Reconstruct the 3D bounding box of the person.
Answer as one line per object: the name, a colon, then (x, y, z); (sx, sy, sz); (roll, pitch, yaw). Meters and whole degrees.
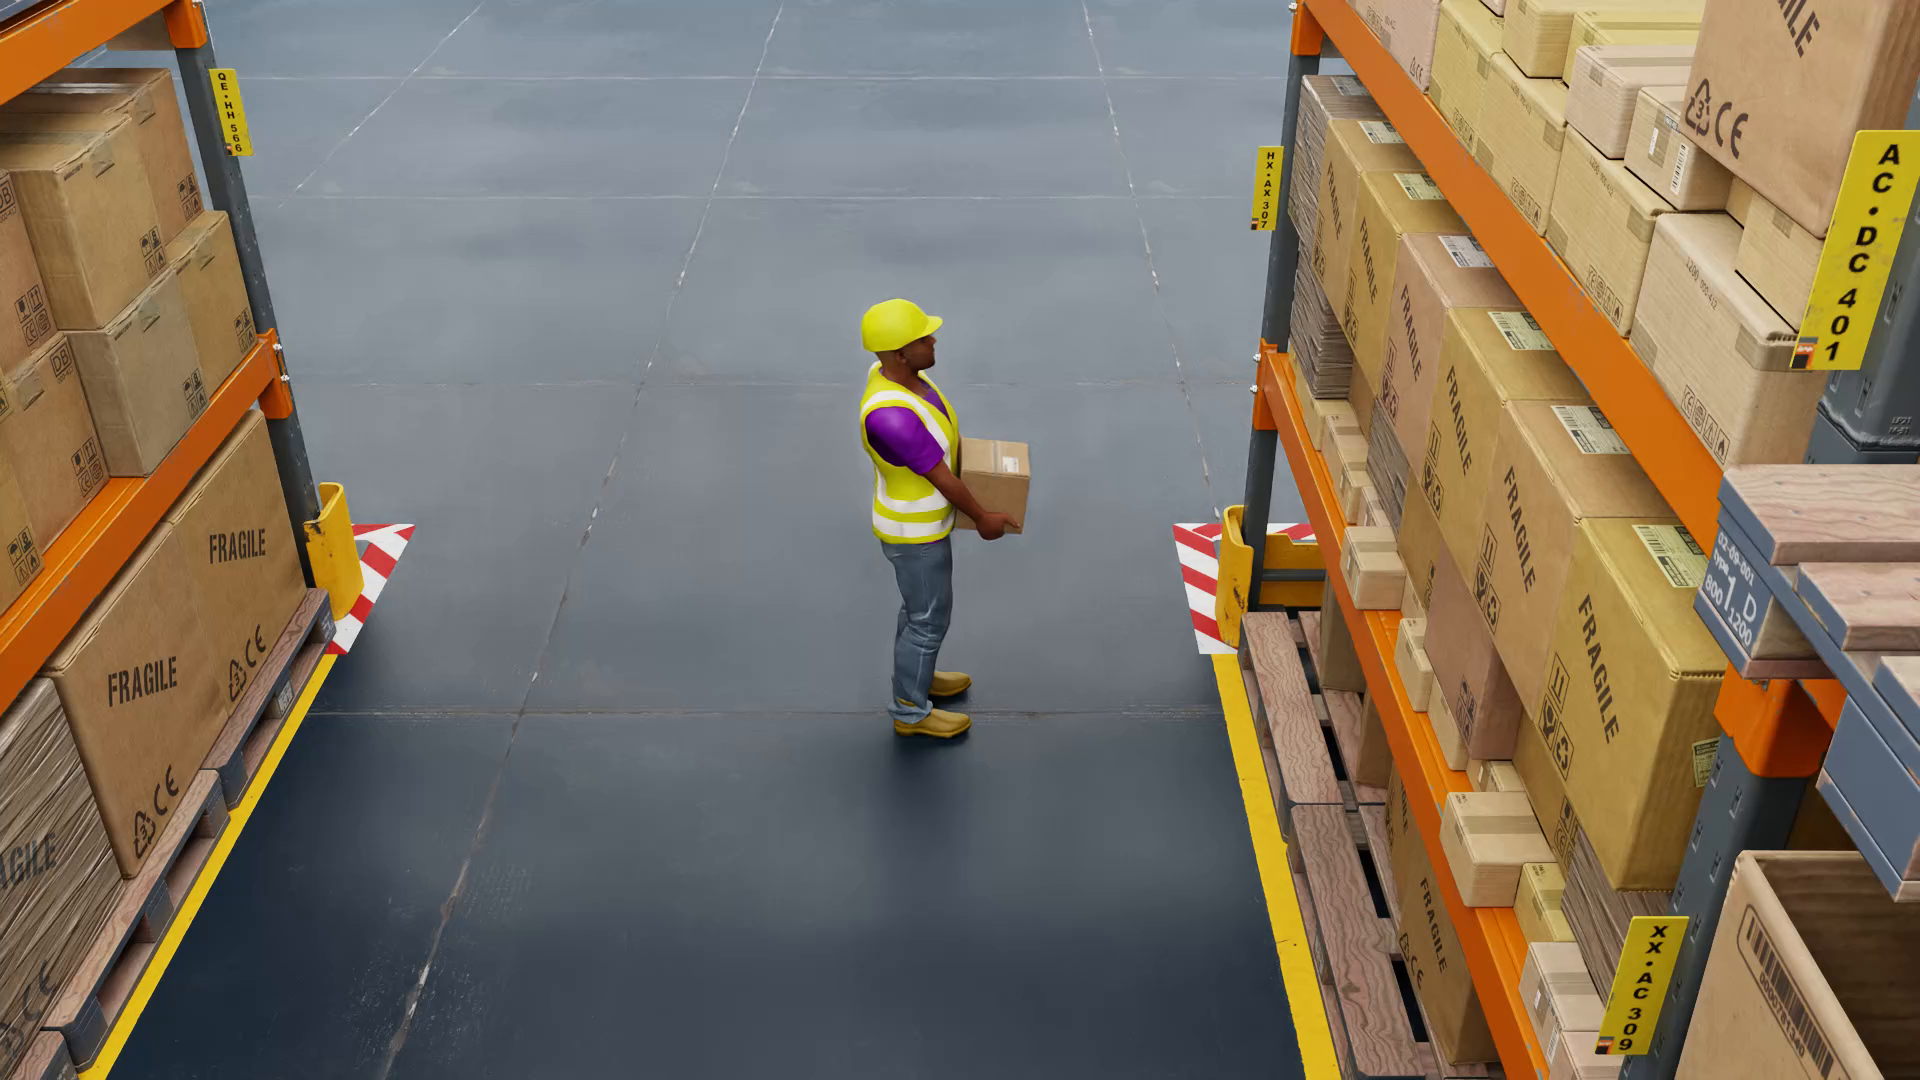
person: (-0.069, -0.077, 6.244); (0.577, 1.761, 0.502); (0, 31, 0)
